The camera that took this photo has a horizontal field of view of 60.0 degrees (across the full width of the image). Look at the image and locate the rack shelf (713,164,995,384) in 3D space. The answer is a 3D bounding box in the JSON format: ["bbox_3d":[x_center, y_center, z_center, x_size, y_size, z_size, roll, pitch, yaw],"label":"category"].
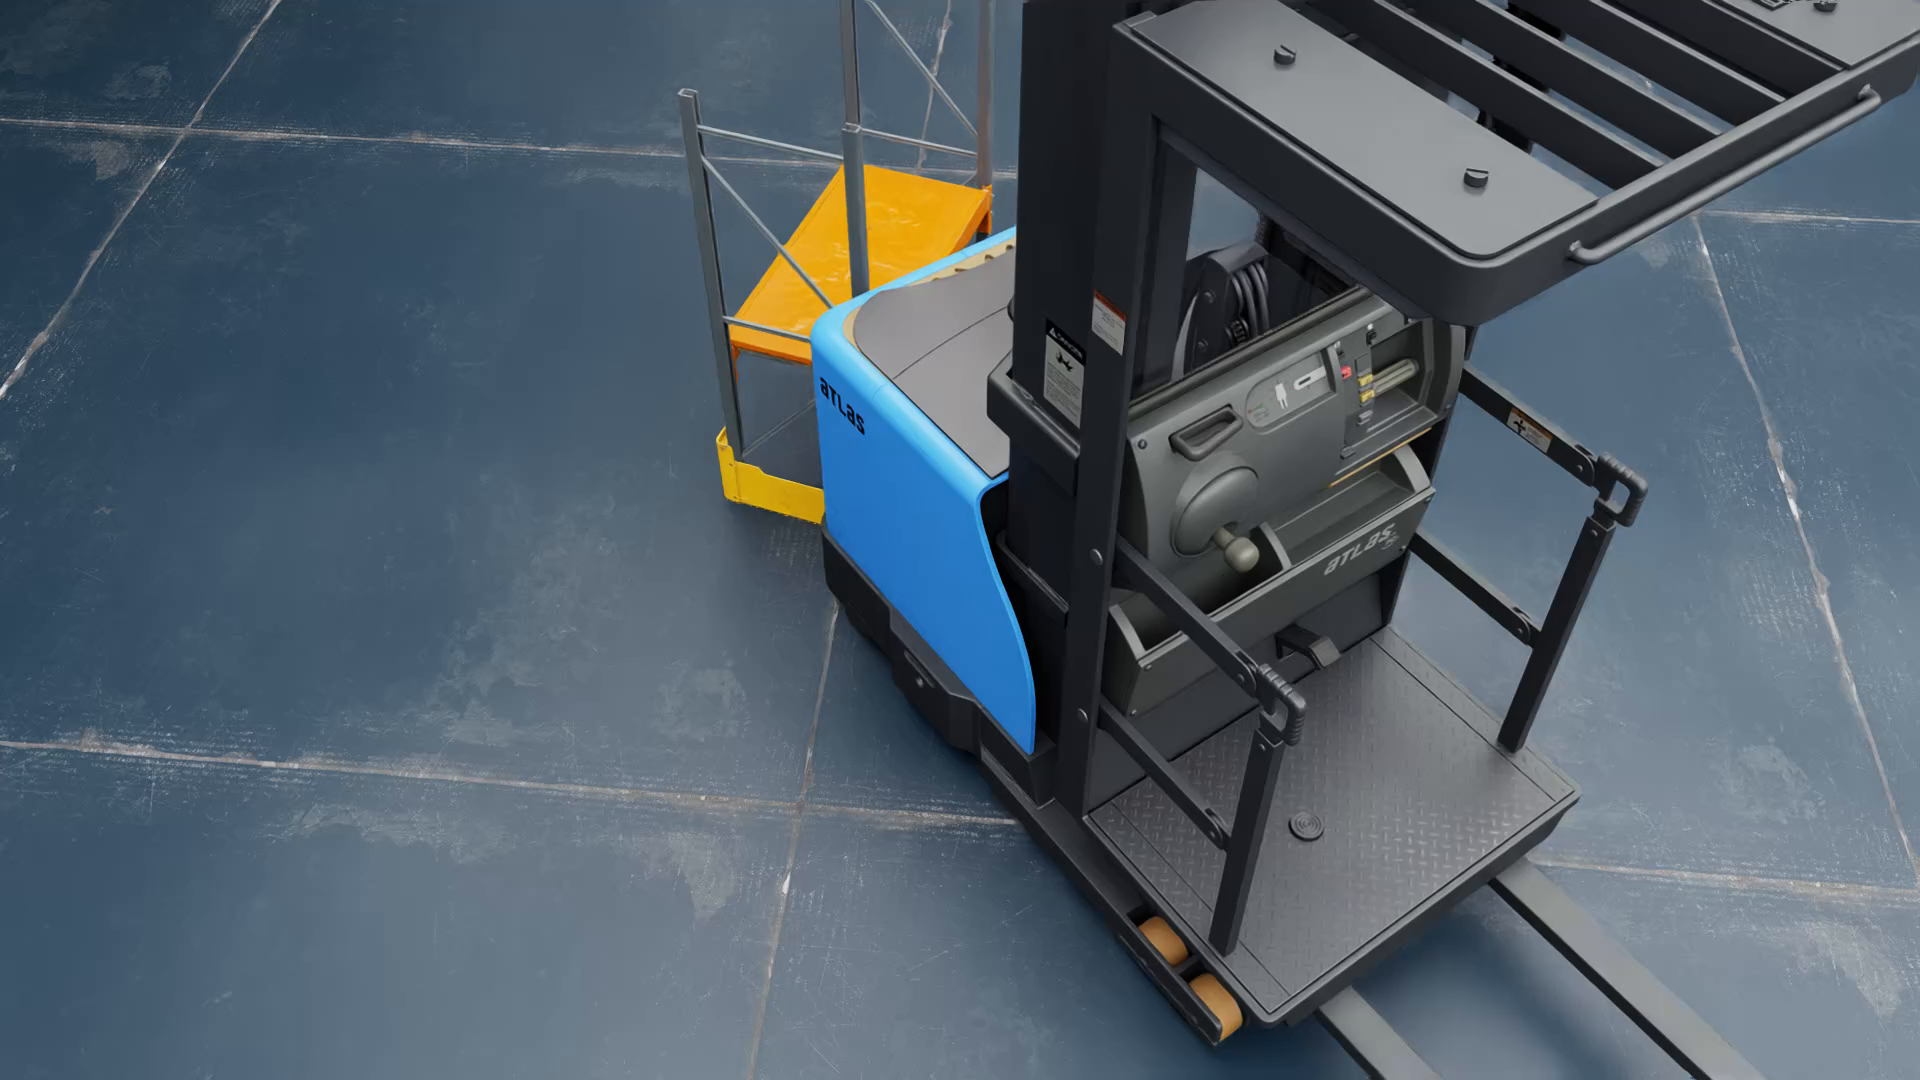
[{"bbox_3d":[-0.310,-0.814,5.222,0.538,0.185,1.000,15,49,13],"label":"rack shelf"}]

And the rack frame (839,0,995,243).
[{"bbox_3d":[-0.134,-1.288,5.411,0.500,1.500,0.032,15,49,13],"label":"rack frame"}]

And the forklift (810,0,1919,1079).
[{"bbox_3d":[0.858,-0.168,3.417,1.130,2.935,3.031,-28,53,-23],"label":"forklift"}]

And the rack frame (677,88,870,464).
[{"bbox_3d":[-0.485,-0.584,4.767,0.500,1.500,0.032,15,49,13],"label":"rack frame"}]

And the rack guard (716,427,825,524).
[{"bbox_3d":[-0.479,-0.175,5.241,0.587,0.250,0.087,15,49,13],"label":"rack guard"}]

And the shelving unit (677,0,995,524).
[{"bbox_3d":[-0.306,-0.942,5.095,0.587,1.500,1.083,15,49,13],"label":"shelving unit"}]
